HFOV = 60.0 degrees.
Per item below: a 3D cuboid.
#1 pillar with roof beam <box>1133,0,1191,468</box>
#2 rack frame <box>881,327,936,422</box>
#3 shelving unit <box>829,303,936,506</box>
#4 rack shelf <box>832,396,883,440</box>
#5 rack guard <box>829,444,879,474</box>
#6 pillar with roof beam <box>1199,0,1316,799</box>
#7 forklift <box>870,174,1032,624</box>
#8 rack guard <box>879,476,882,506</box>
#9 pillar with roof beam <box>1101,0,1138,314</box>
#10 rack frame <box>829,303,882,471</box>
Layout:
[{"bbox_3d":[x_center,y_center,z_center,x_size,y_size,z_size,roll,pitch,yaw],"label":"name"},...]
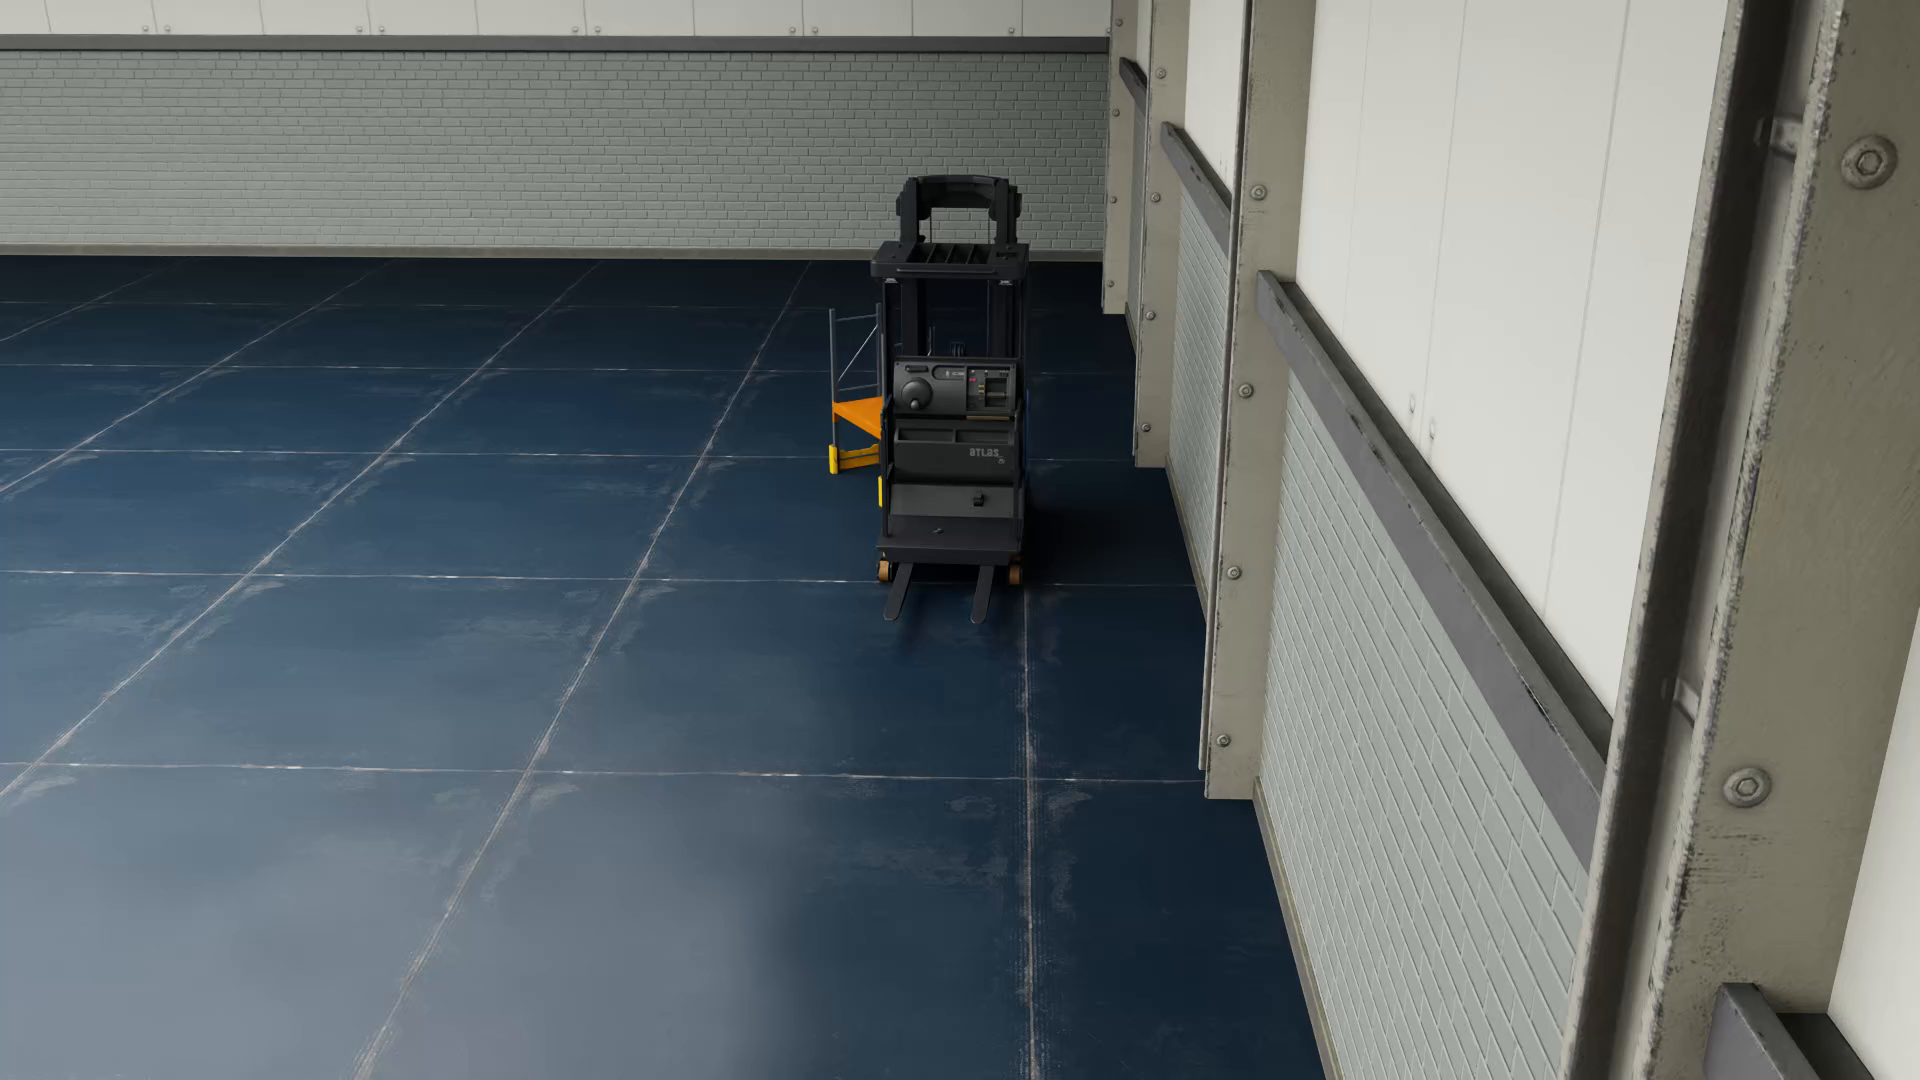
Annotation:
[{"bbox_3d":[-2.534,-4.981,13.925,9.100,9.000,0.400,1,21,2],"label":"pillar with roof beam"},{"bbox_3d":[-0.427,-1.046,14.151,0.500,1.500,0.032,-11,24,-27],"label":"rack frame"},{"bbox_3d":[-0.670,-1.204,14.558,0.587,1.500,1.083,-11,24,-27],"label":"shelving unit"},{"bbox_3d":[-0.674,-1.039,14.630,0.538,0.185,1.000,-11,24,-27],"label":"rack shelf"},{"bbox_3d":[-0.913,-0.778,15.189,0.587,0.250,0.087,-11,24,-27],"label":"rack guard"},{"bbox_3d":[-2.716,-2.811,8.334,9.100,9.000,0.400,1,21,2],"label":"pillar with roof beam"},{"bbox_3d":[-0.053,-1.141,12.419,1.130,2.935,3.031,2,21,5],"label":"forklift"},{"bbox_3d":[-0.427,-0.464,14.378,0.587,0.250,0.087,-11,24,-27],"label":"rack guard"},{"bbox_3d":[-2.351,-7.150,19.516,9.100,9.000,0.400,1,21,2],"label":"pillar with roof beam"},{"bbox_3d":[-0.922,-1.367,14.979,0.500,1.500,0.032,-11,24,-27],"label":"rack frame"}]
